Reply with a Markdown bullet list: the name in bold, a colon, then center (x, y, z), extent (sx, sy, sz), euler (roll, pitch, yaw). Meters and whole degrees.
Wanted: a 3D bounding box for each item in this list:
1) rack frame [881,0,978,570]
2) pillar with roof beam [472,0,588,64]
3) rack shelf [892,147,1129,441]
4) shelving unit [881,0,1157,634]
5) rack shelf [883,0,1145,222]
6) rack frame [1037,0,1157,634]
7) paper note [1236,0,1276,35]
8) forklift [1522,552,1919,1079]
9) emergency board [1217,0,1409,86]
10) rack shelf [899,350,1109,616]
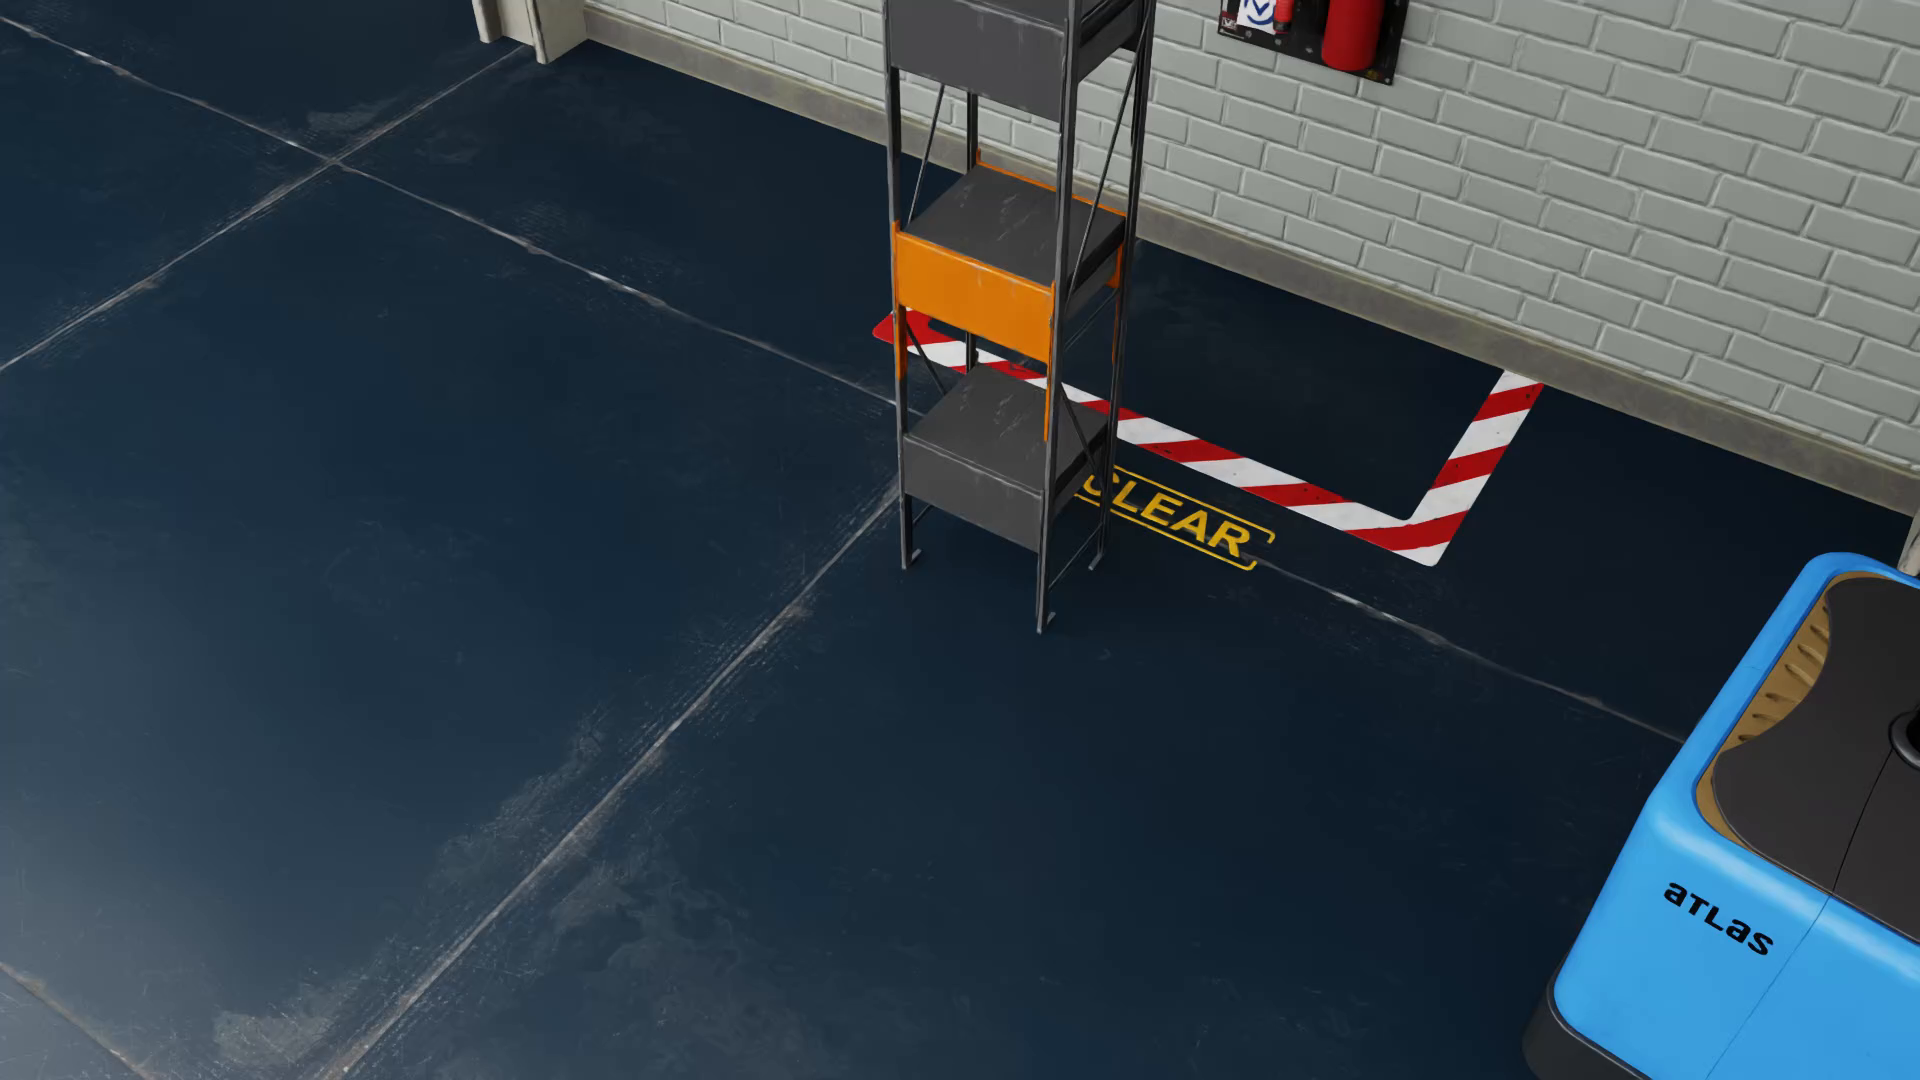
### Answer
- **rack frame**: center (-0.066, -0.762, 4.527), extent (0.015, 2.100, 0.400), euler (25, 51, 22)
- **pillar with roof beam**: center (-4.218, -2.784, 1.681), extent (0.400, 9.000, 9.100), euler (25, 51, 22)
- **rack shelf**: center (0.139, -0.658, 4.444), extent (0.480, 0.518, 0.431), euler (25, 51, 22)
- **shelving unit**: center (0.139, -0.668, 4.435), extent (0.503, 2.100, 0.431), euler (25, 51, 22)
- **rack shelf**: center (0.139, -1.146, 3.942), extent (0.480, 0.518, 0.431), euler (25, 51, 22)
- **rack frame**: center (0.345, -0.573, 4.343), extent (0.015, 2.100, 0.400), euler (25, 51, 22)
- **paper note**: center (0.986, -1.752, 5.475), extent (0.142, 0.148, 0.016), euler (25, 51, 22)
- **forklift**: center (2.791, 0.675, 2.550), extent (3.031, 2.935, 1.130), euler (31, 53, 27)
- **emergency board**: center (1.097, -1.949, 5.052), extent (0.643, 1.169, 0.194), euler (25, 51, 22)
- **rack shelf**: center (0.139, -0.170, 4.946), extent (0.480, 0.518, 0.431), euler (25, 51, 22)
